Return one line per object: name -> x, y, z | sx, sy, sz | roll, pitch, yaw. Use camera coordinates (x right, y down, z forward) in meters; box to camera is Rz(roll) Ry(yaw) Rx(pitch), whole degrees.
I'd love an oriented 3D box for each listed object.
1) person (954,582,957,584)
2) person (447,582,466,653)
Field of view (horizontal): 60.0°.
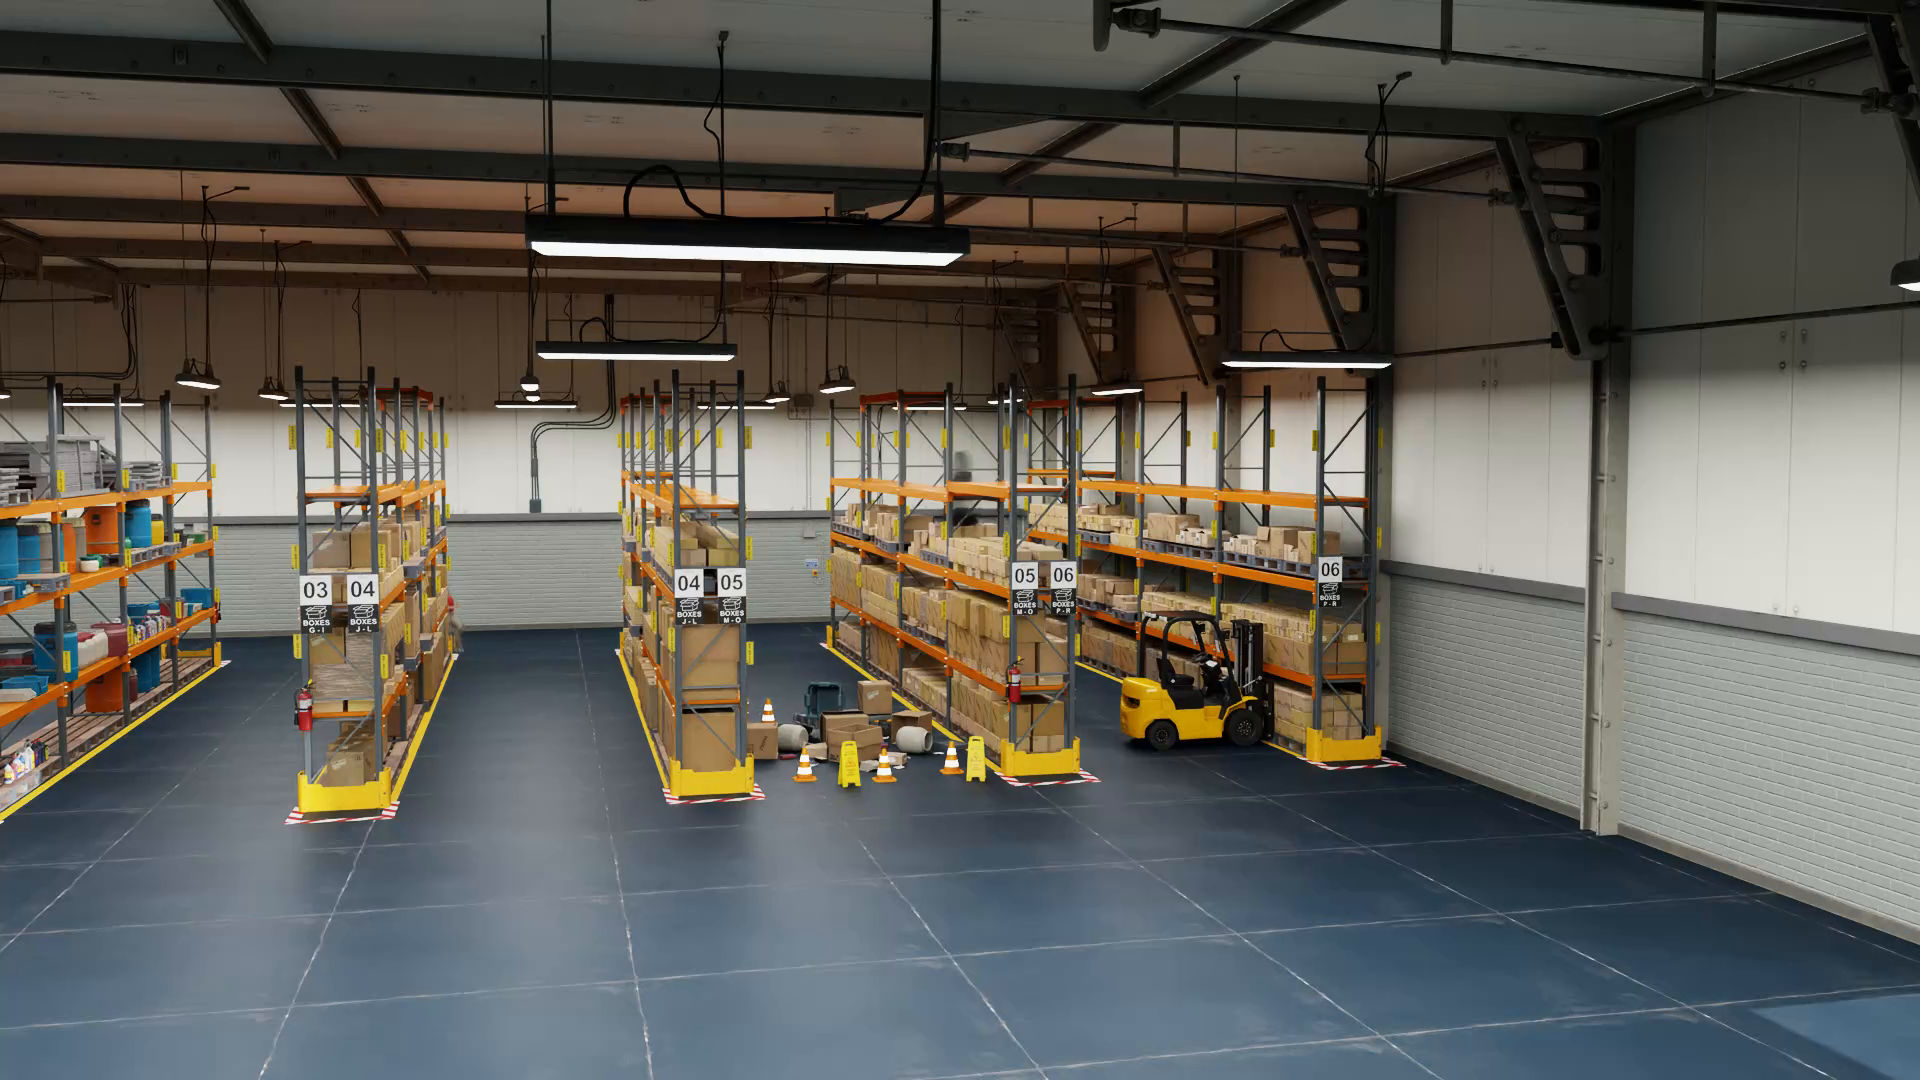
person -> -0.197, 1.825, 38.601 | 0.661, 1.734, 0.637 | -1, 4, -23
person -> -12.060, 1.822, 39.081 | 0.761, 1.737, 0.649 | 0, 3, -6
